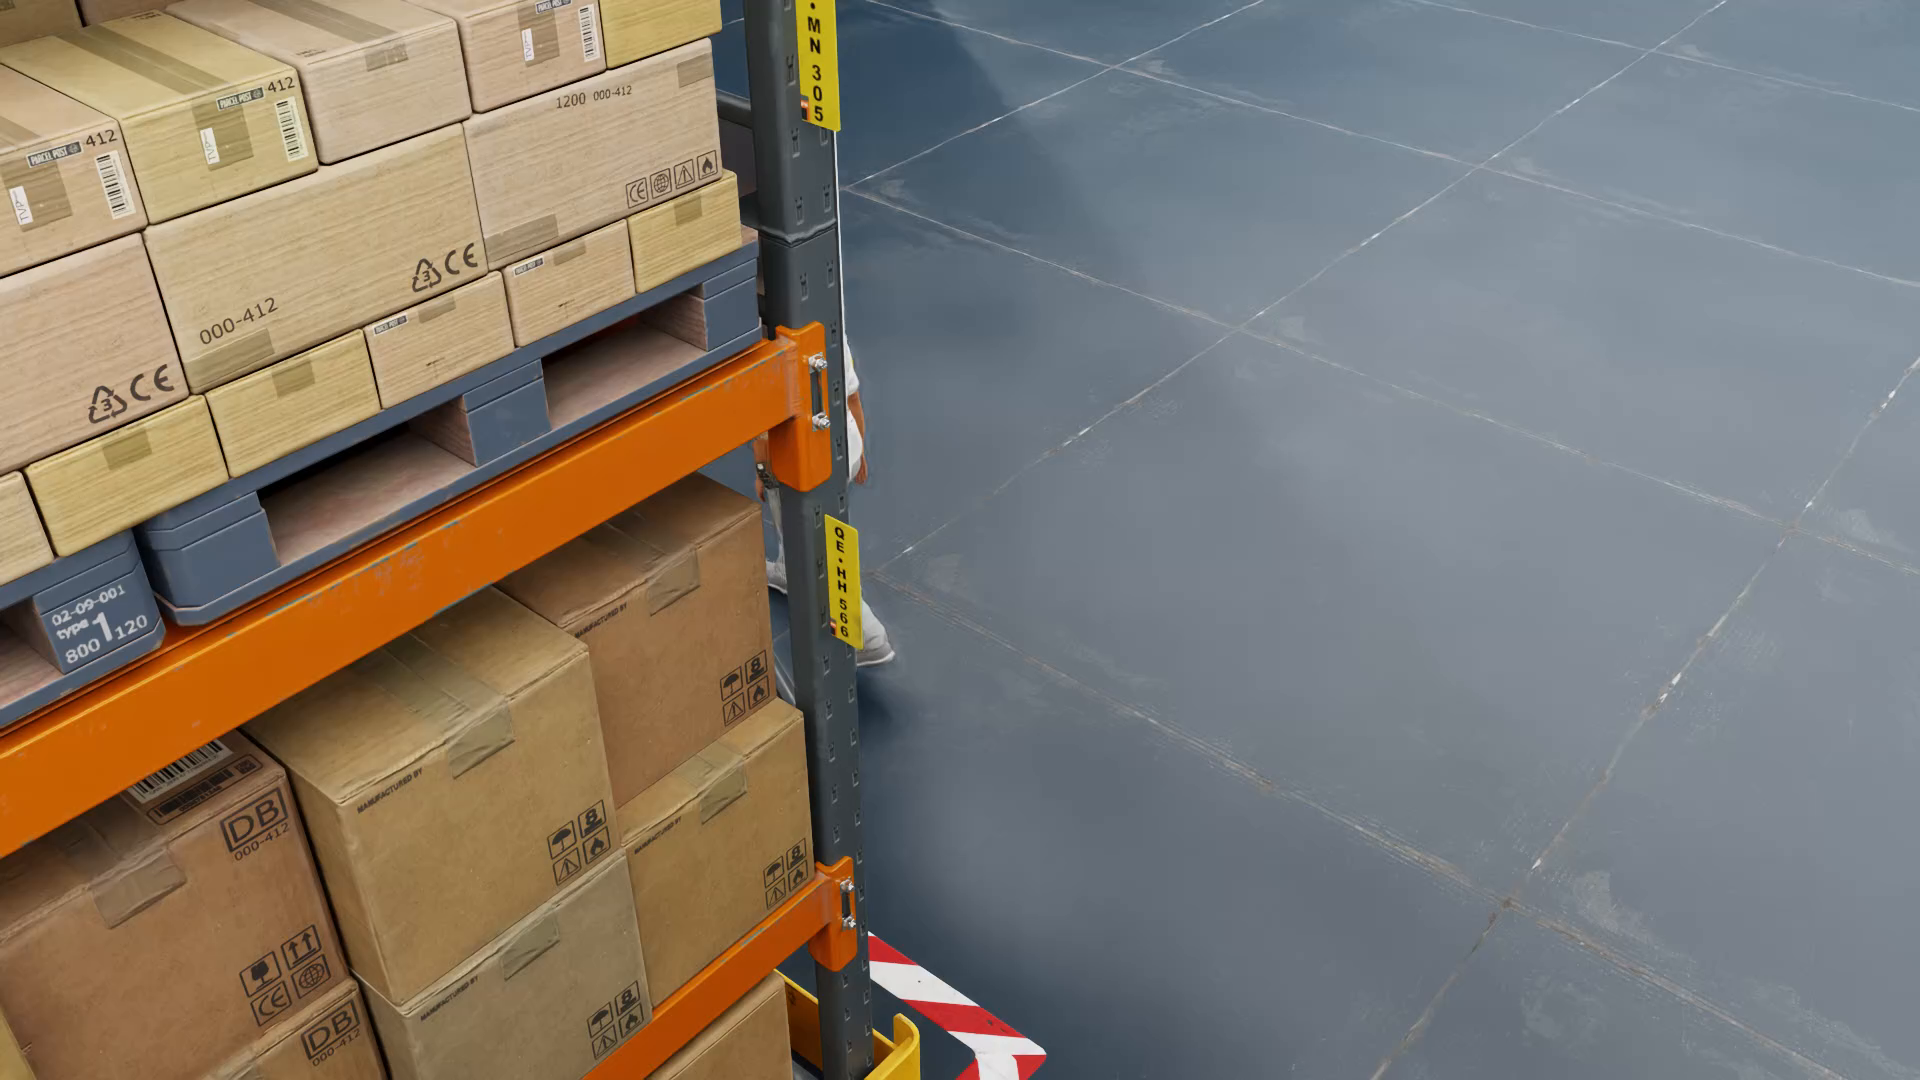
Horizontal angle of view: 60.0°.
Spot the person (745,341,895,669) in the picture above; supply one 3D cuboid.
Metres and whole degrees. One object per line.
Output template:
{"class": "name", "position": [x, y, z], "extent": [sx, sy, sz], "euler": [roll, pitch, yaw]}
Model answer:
{"class": "person", "position": [-0.576, -0.298, 6.575], "extent": [0.991, 1.618, 0.496], "euler": [22, 41, 28]}
